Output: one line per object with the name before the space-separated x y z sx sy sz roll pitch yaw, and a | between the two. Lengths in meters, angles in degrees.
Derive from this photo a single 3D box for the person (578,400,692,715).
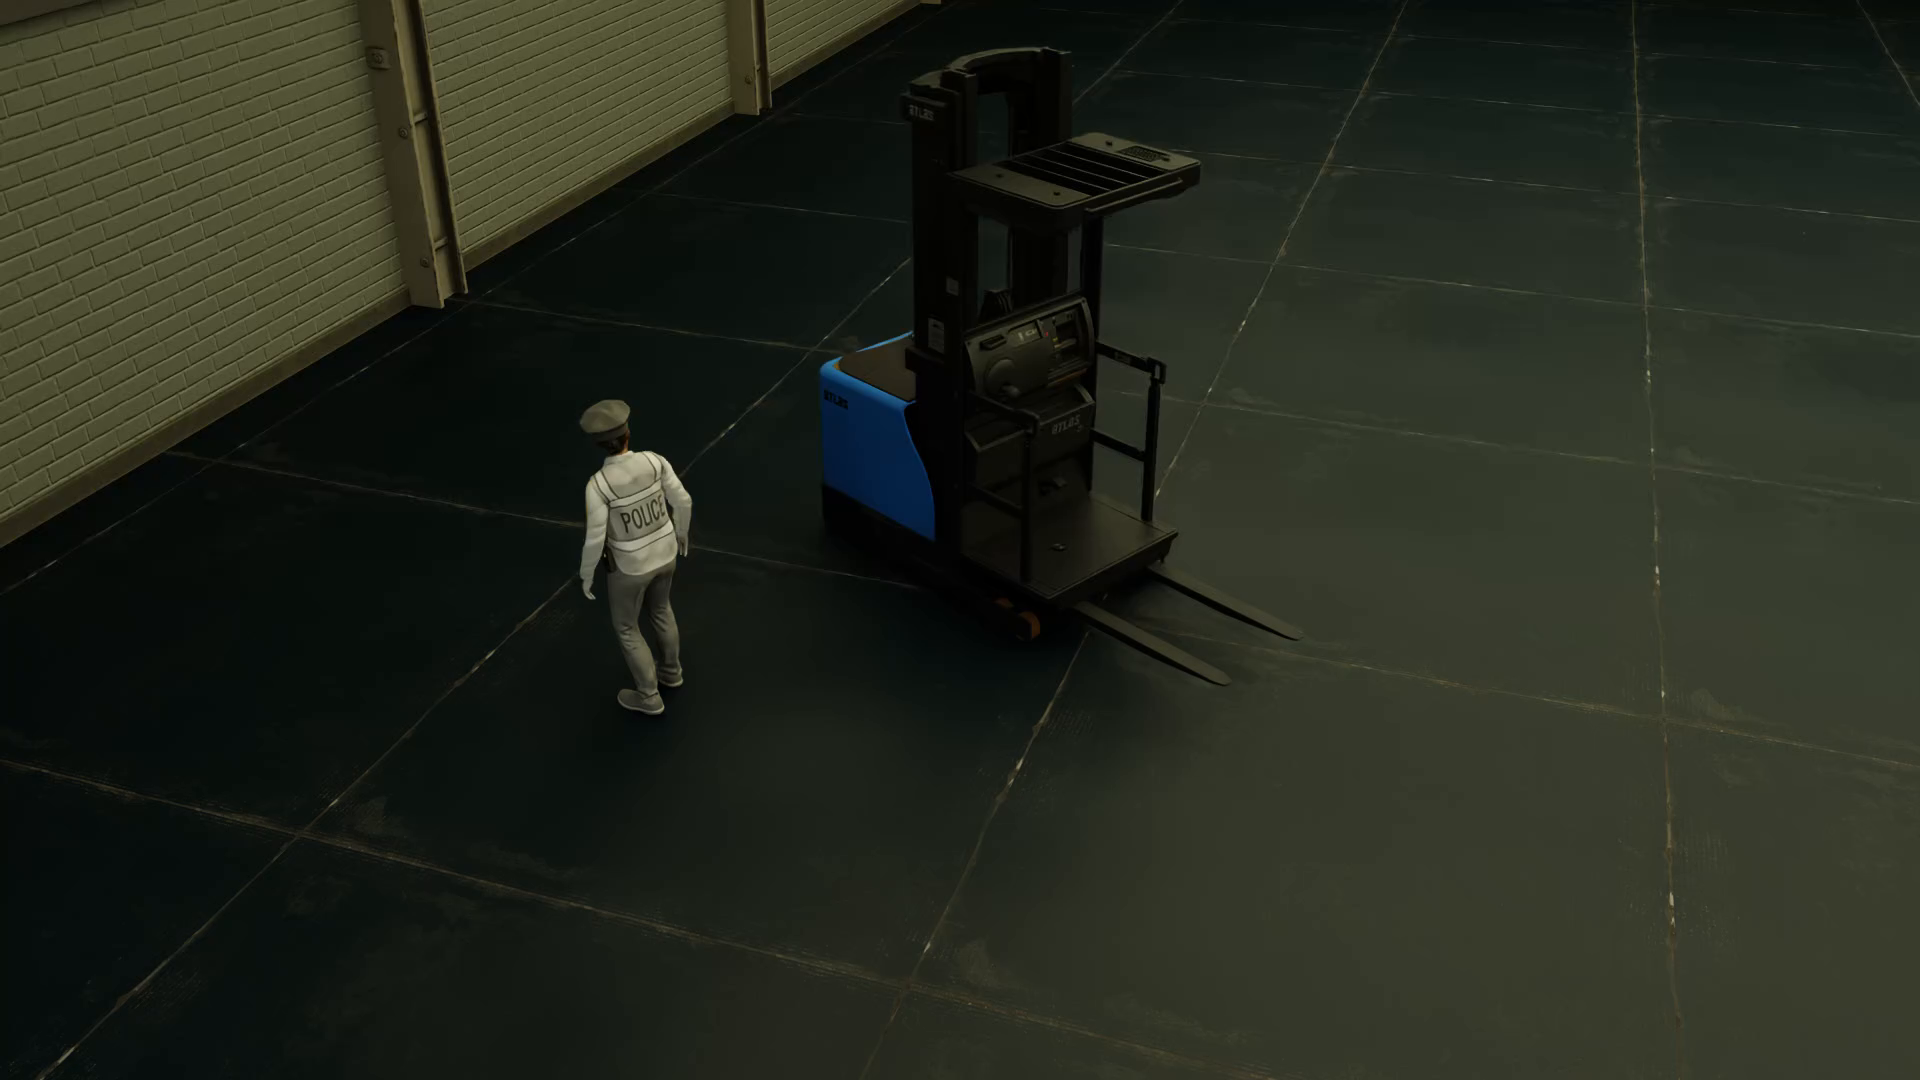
person | -1.626 0.093 8.262 0.435 1.658 0.641 25 38 36

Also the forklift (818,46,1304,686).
forklift | 0.531 -1.004 8.898 1.130 2.935 3.031 -25 38 -37
